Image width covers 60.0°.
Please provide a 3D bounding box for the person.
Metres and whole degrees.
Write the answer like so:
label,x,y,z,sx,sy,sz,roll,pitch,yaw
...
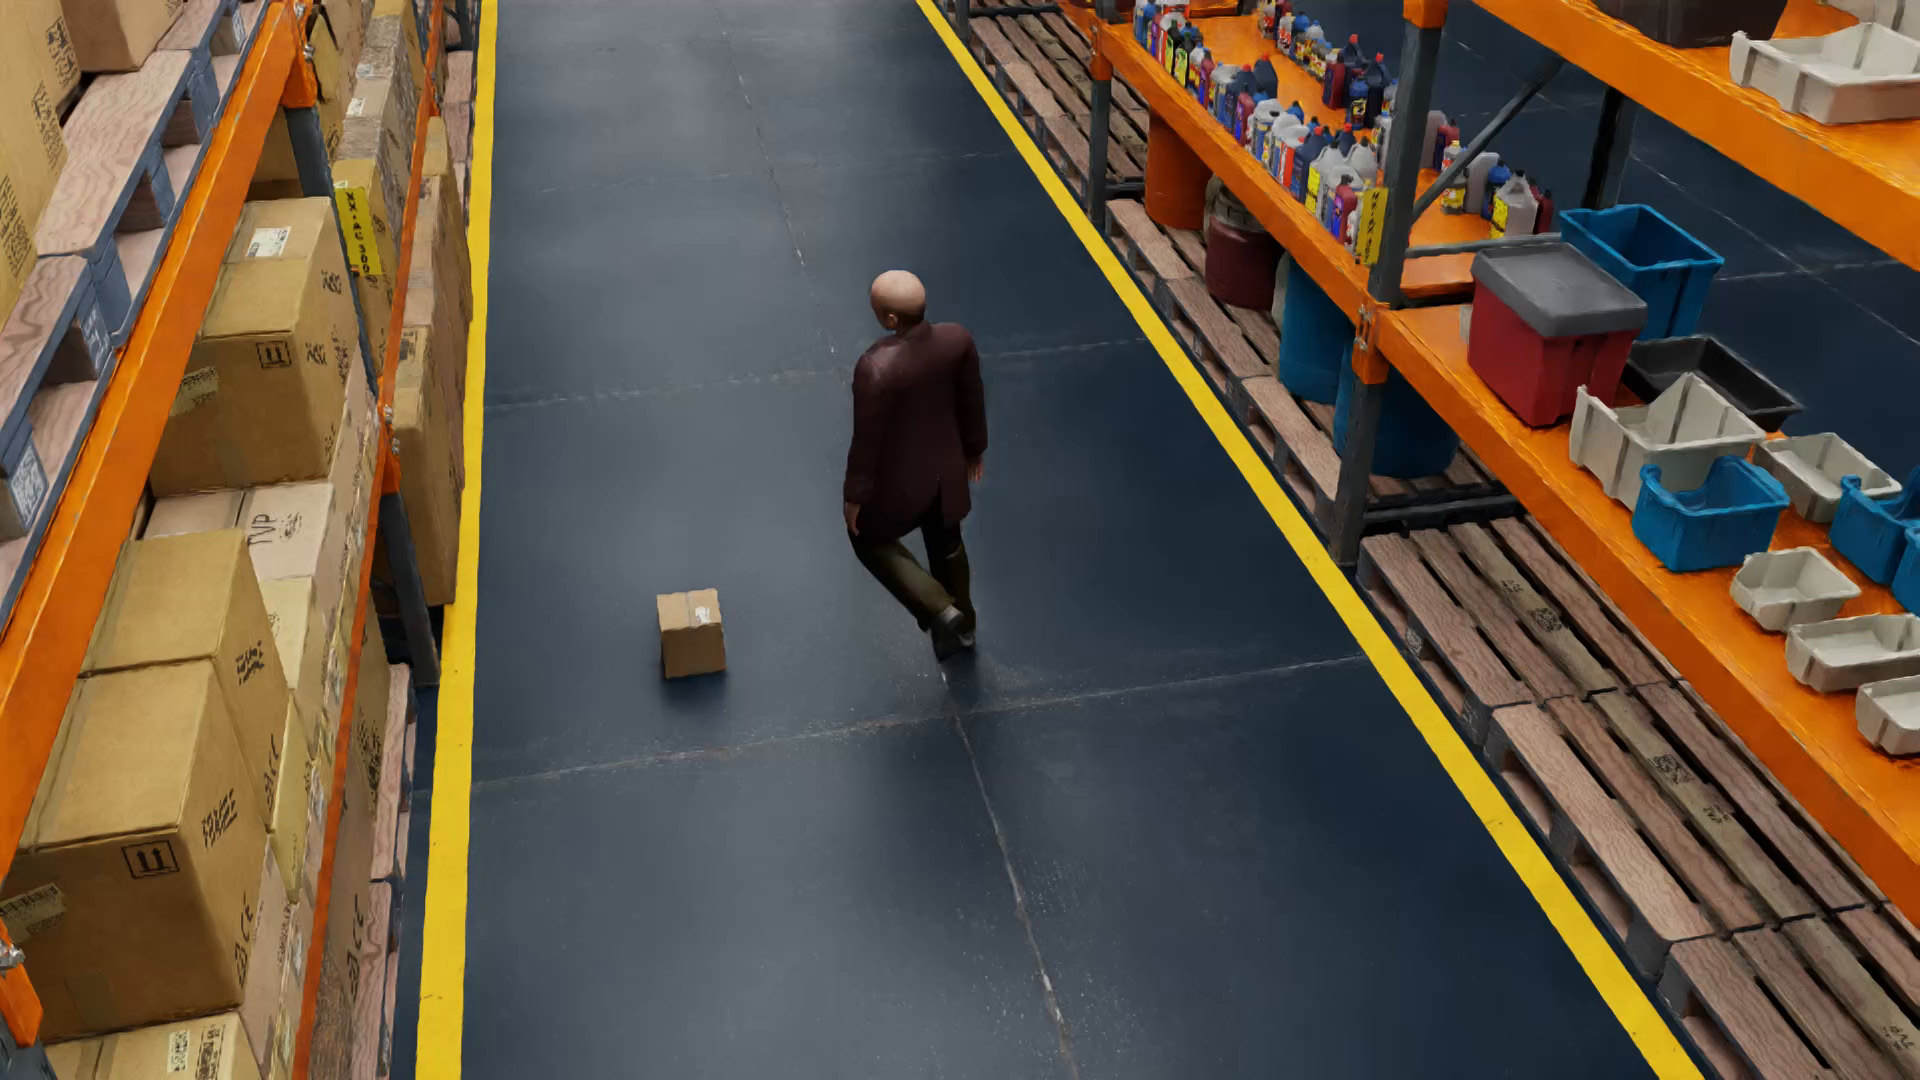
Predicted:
label,x,y,z,sx,sy,sz,roll,pitch,yaw
person,-0.167,-0.251,6.512,0.676,1.771,0.572,-23,40,-30
